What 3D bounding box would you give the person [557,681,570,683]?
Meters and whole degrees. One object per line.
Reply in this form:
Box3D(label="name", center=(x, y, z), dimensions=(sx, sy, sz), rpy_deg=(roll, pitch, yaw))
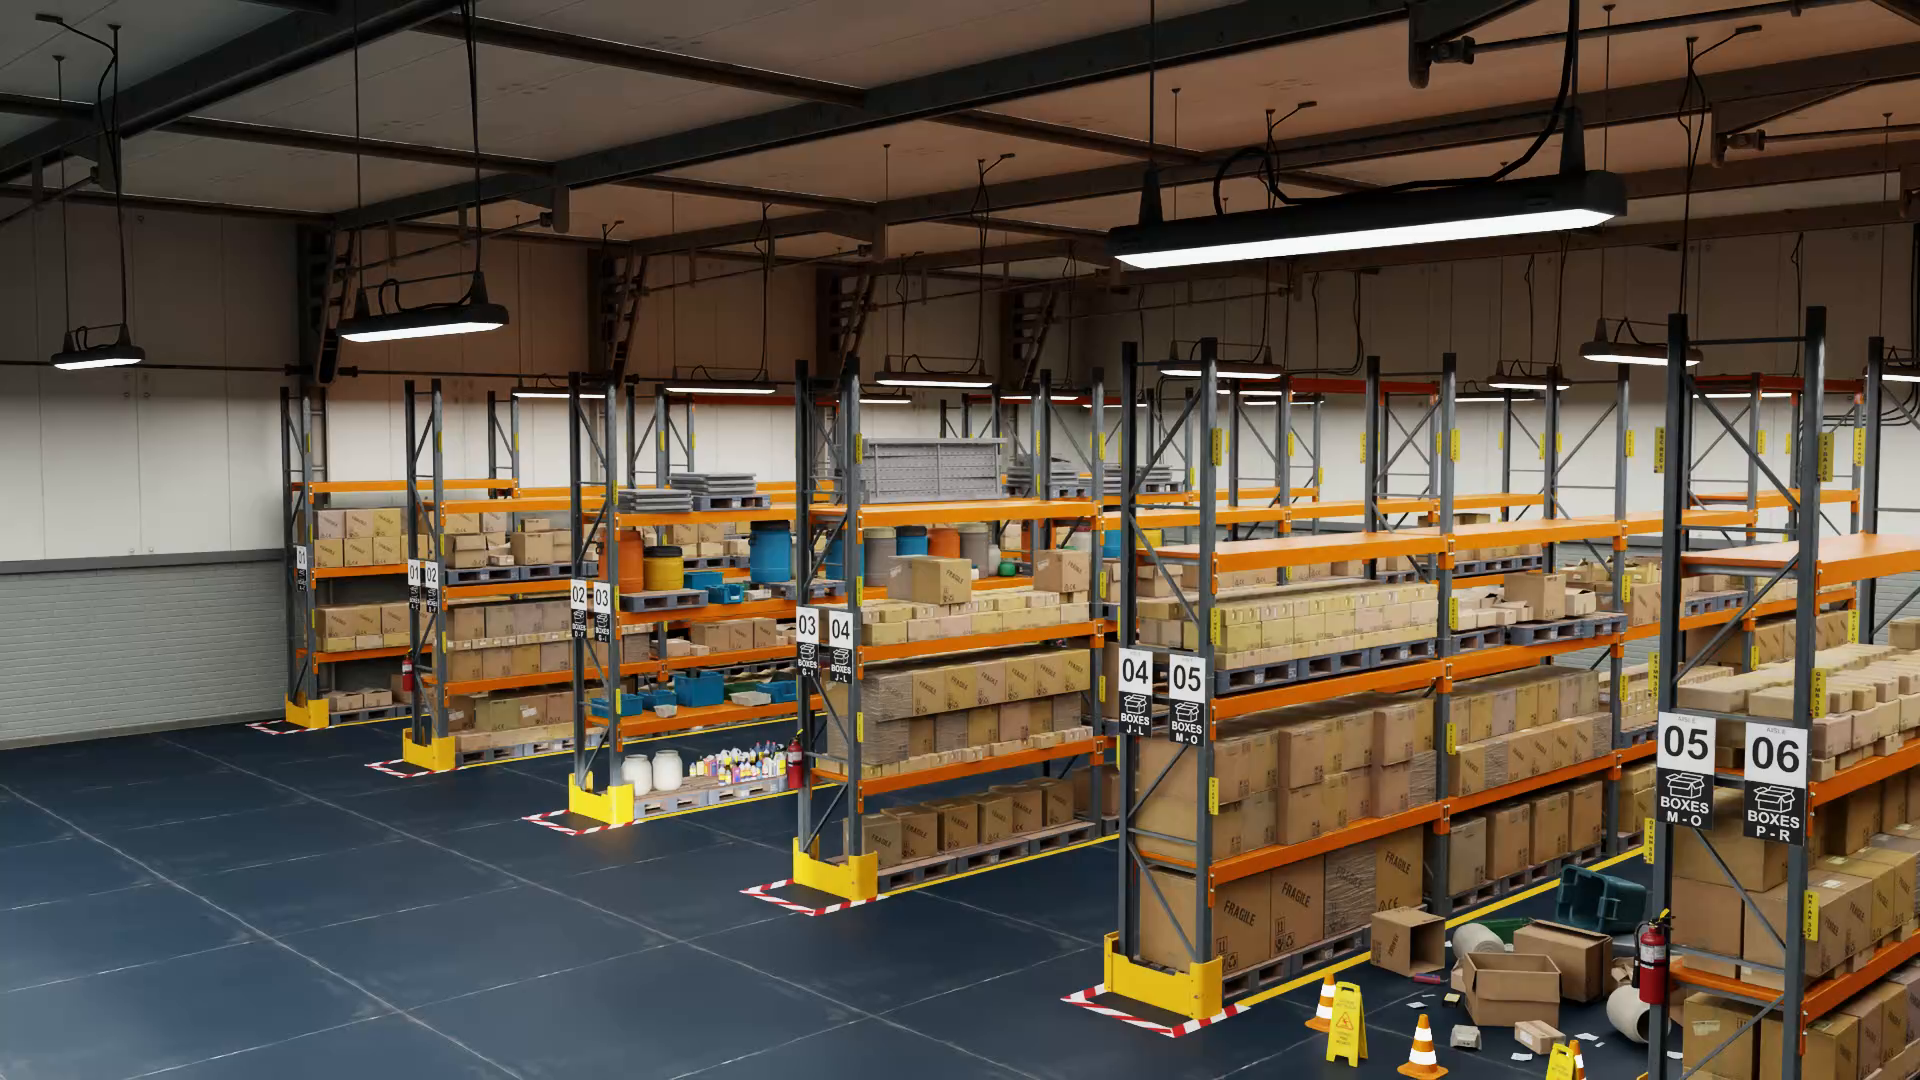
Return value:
Box3D(label="person", center=(-7.149, 2.355, 29.932), dimensions=(0.418, 1.798, 0.576), rpy_deg=(4, 5, 44))
